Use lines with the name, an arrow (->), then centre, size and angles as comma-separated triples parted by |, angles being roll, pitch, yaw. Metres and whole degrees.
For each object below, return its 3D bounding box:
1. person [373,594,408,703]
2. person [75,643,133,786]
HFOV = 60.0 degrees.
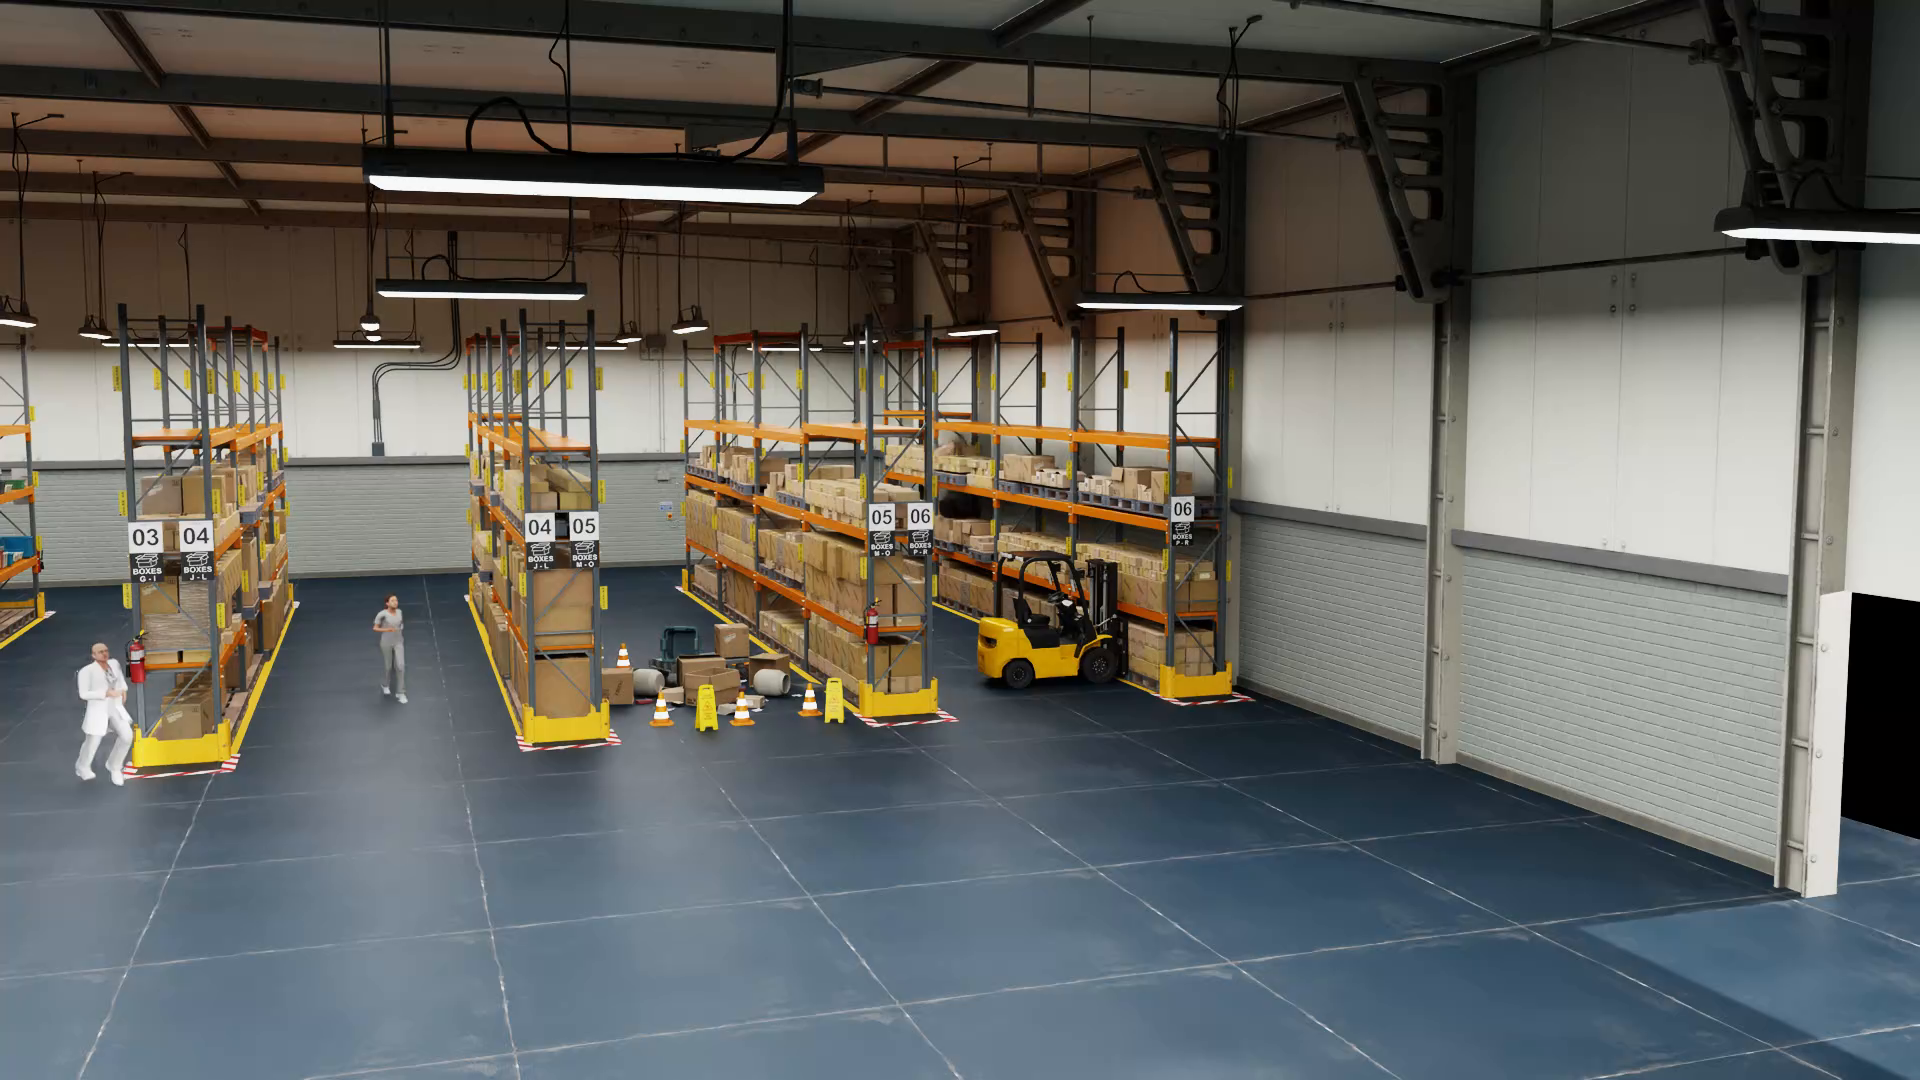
person -> -8.986, 1.688, 26.206 | 0.548, 1.698, 0.874 | -5, 7, -40
person -> -10.629, 2.164, 20.676 | 0.949, 1.803, 0.724 | 4, 6, 33
